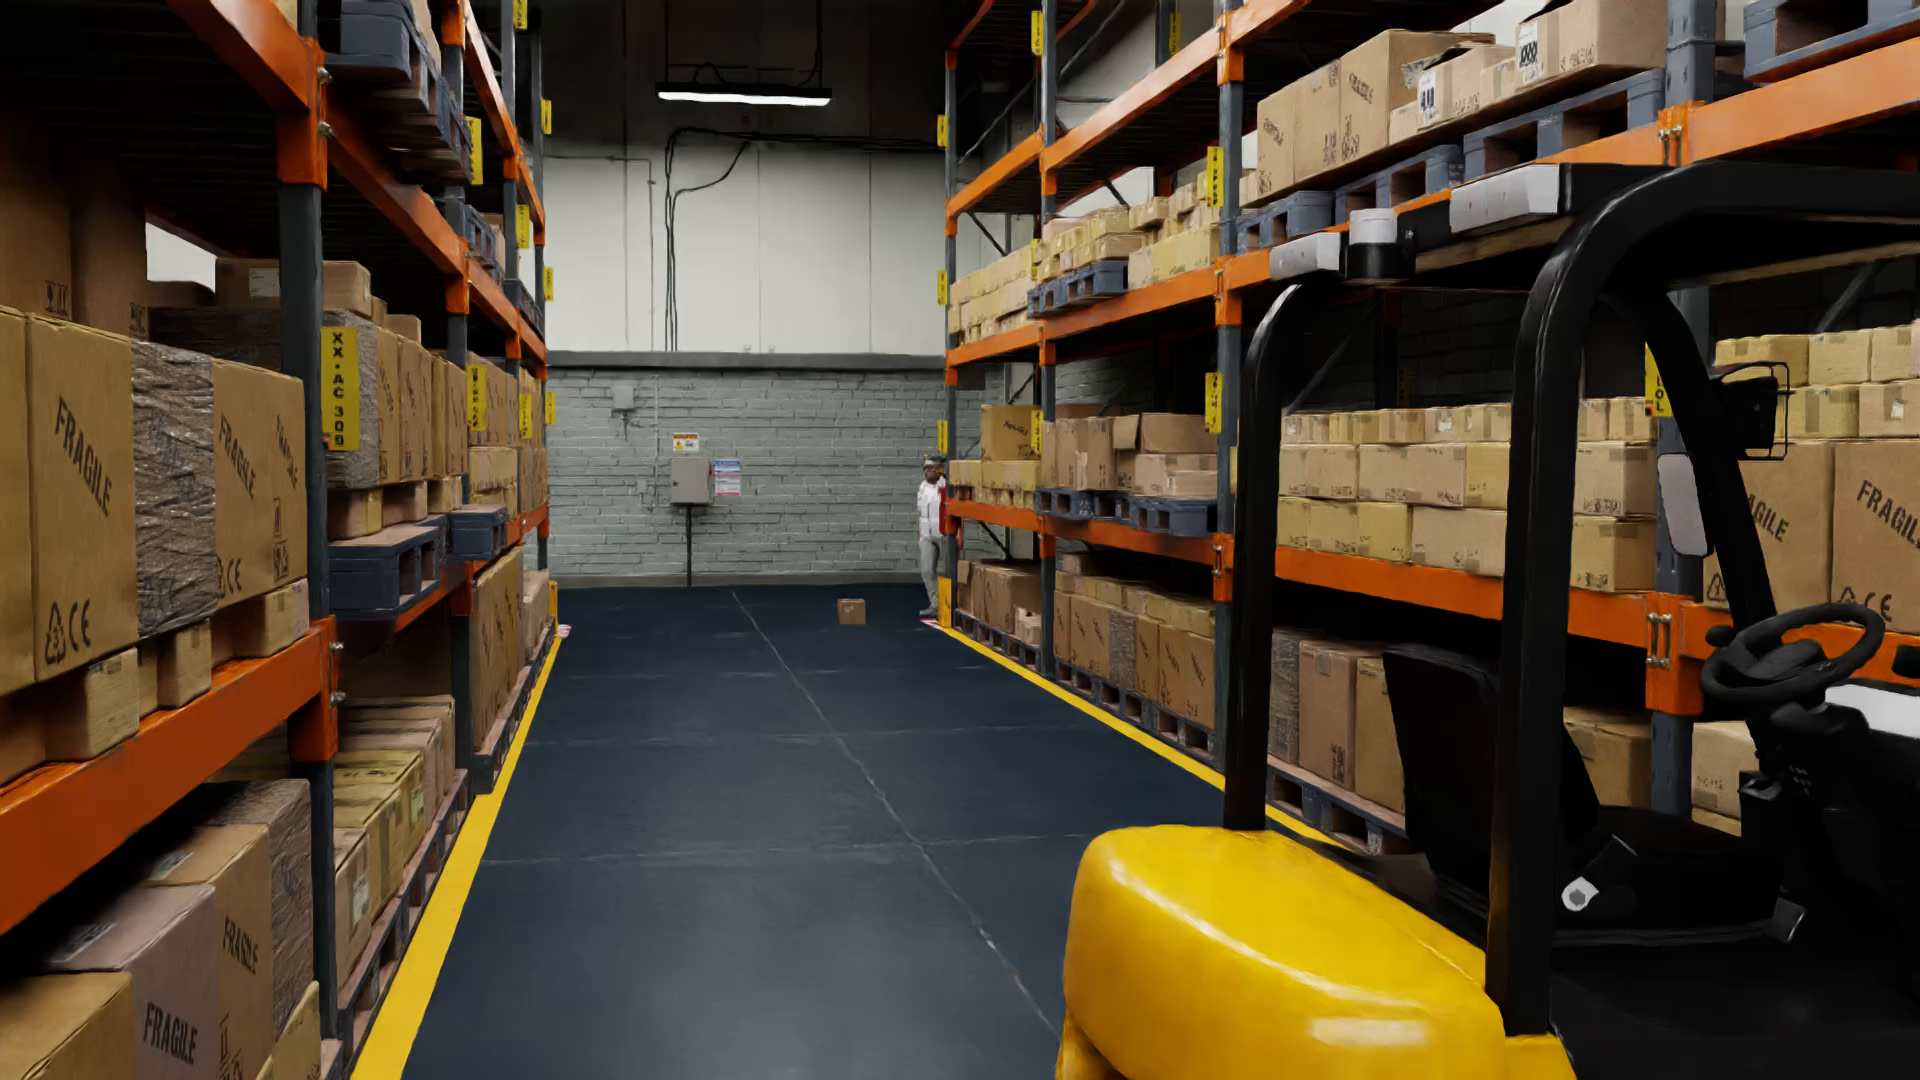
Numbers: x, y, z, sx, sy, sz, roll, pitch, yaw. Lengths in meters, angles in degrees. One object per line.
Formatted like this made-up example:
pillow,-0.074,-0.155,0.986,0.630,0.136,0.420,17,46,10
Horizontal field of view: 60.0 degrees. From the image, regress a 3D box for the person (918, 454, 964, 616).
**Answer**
person,-0.185,-0.060,18.169,0.596,1.754,0.589,2,3,29
